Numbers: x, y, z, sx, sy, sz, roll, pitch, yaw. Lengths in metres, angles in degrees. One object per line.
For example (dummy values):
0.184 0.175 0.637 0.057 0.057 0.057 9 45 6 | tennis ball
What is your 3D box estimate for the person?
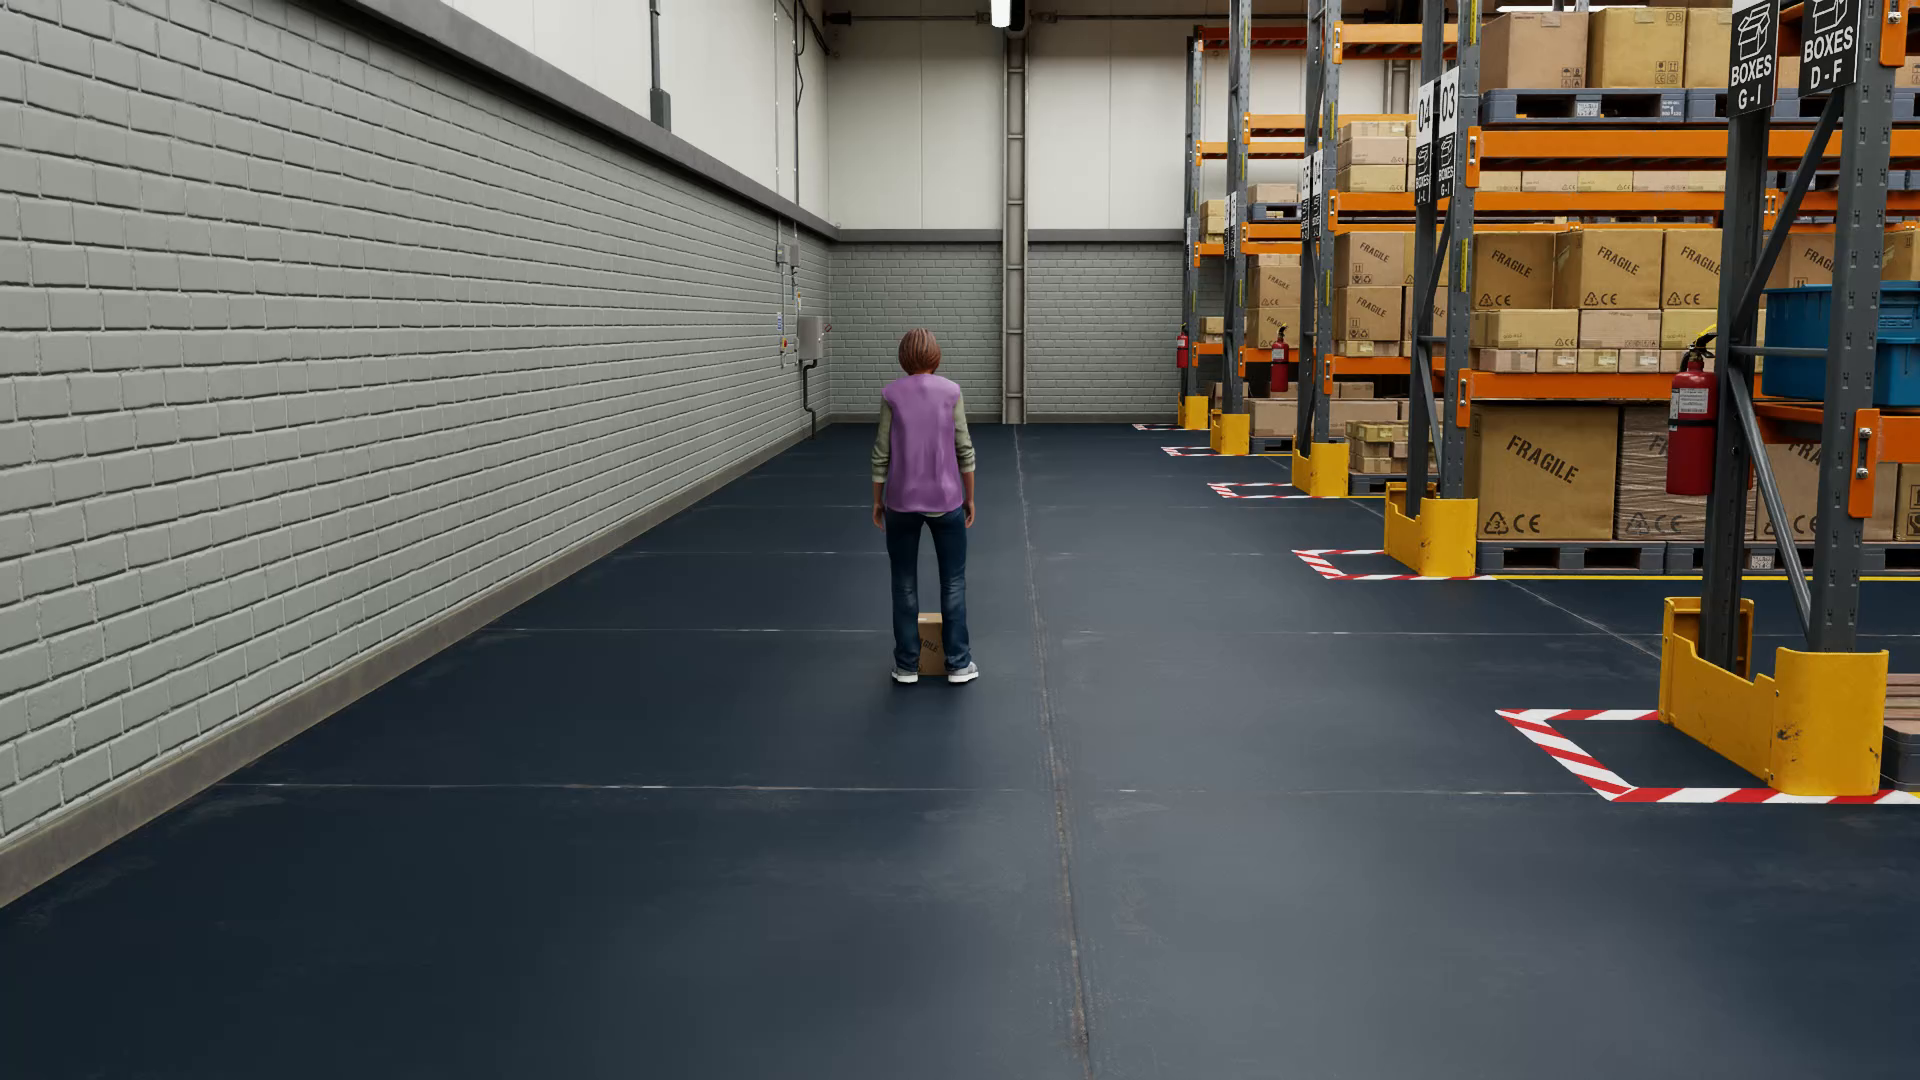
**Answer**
-0.157 -0.048 7.469 0.483 1.392 0.337 0 7 -1 | person
